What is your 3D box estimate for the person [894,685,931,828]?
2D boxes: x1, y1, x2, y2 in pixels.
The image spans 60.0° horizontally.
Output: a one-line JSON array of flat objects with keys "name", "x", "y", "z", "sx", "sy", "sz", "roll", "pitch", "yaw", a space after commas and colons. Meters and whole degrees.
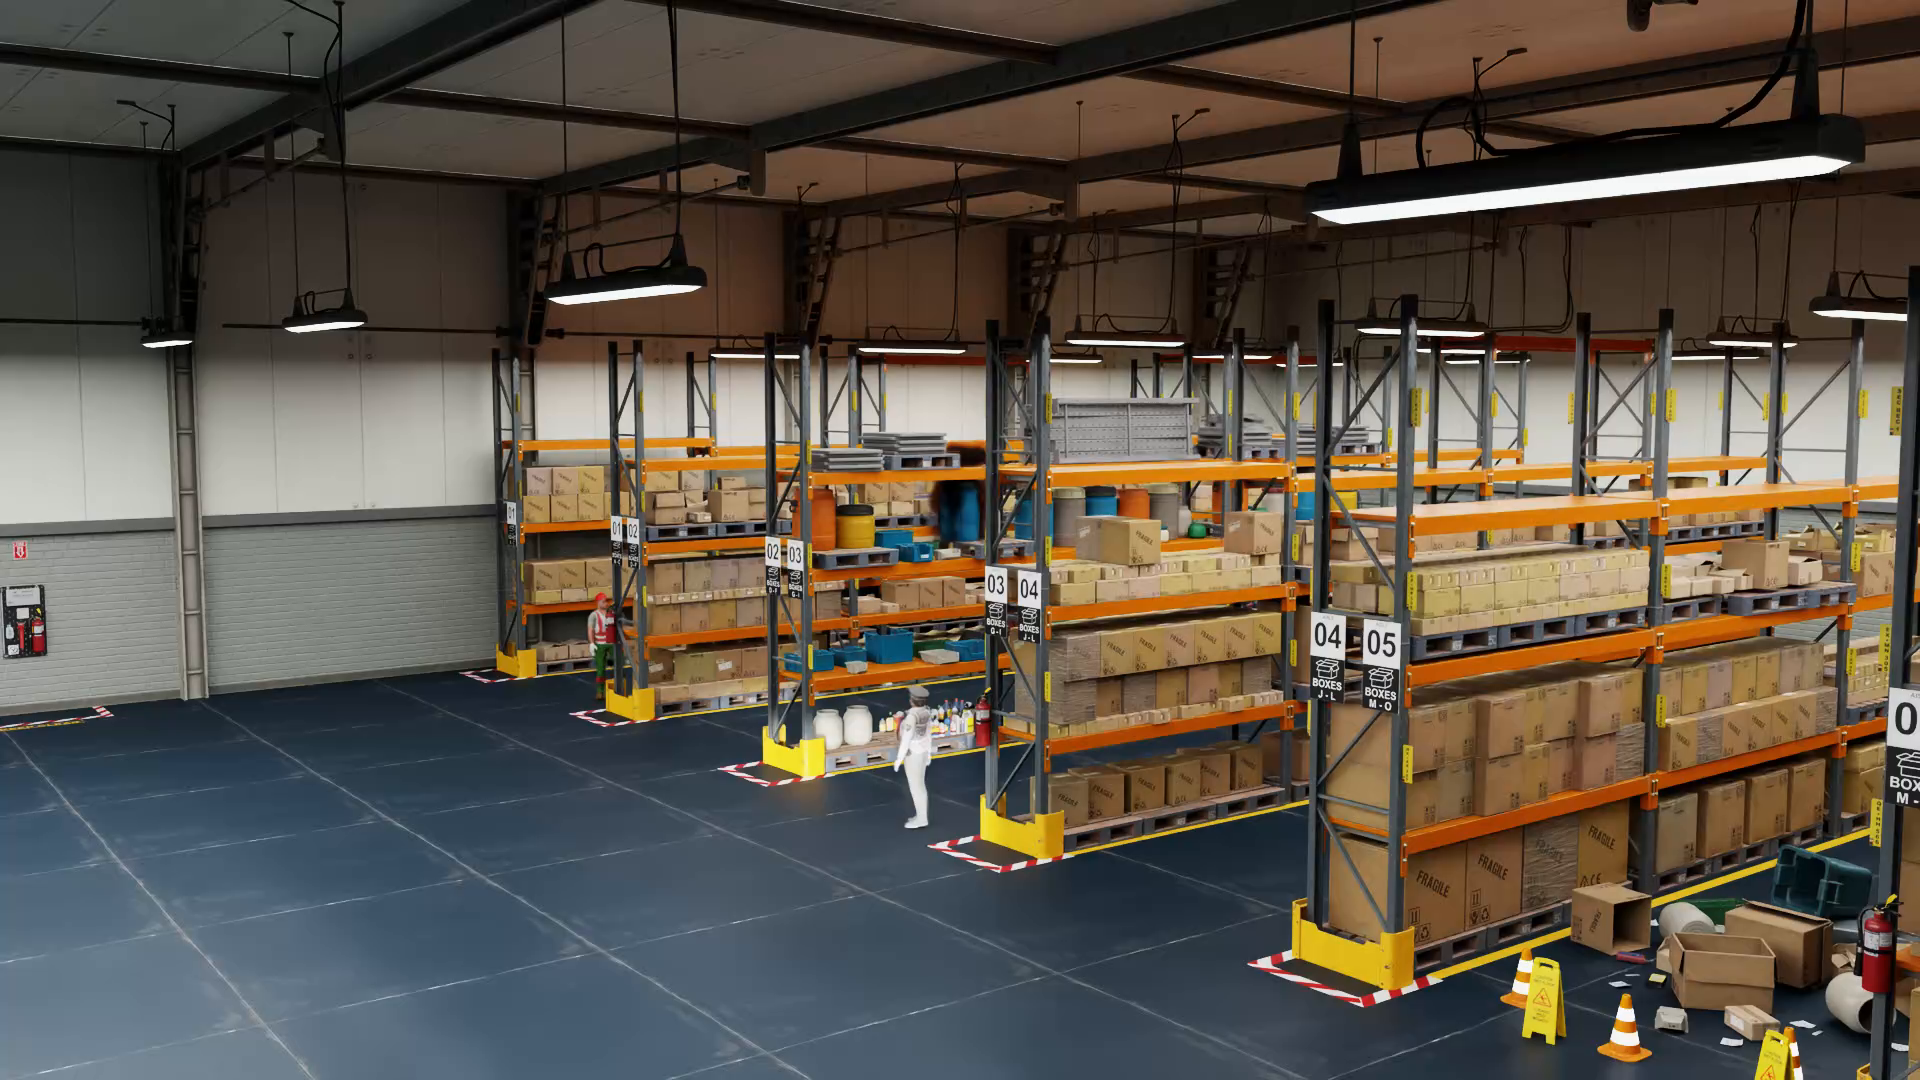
[{"name": "person", "x": -0.540, "y": 2.581, "z": 19.845, "sx": 0.370, "sy": 1.708, "sz": 0.569, "roll": 2, "pitch": 5, "yaw": 21}]

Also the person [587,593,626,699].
[{"name": "person", "x": -5.986, "y": 1.794, "z": 28.234, "sx": 0.649, "sy": 1.792, "sz": 0.552, "roll": -2, "pitch": 5, "yaw": -18}]
